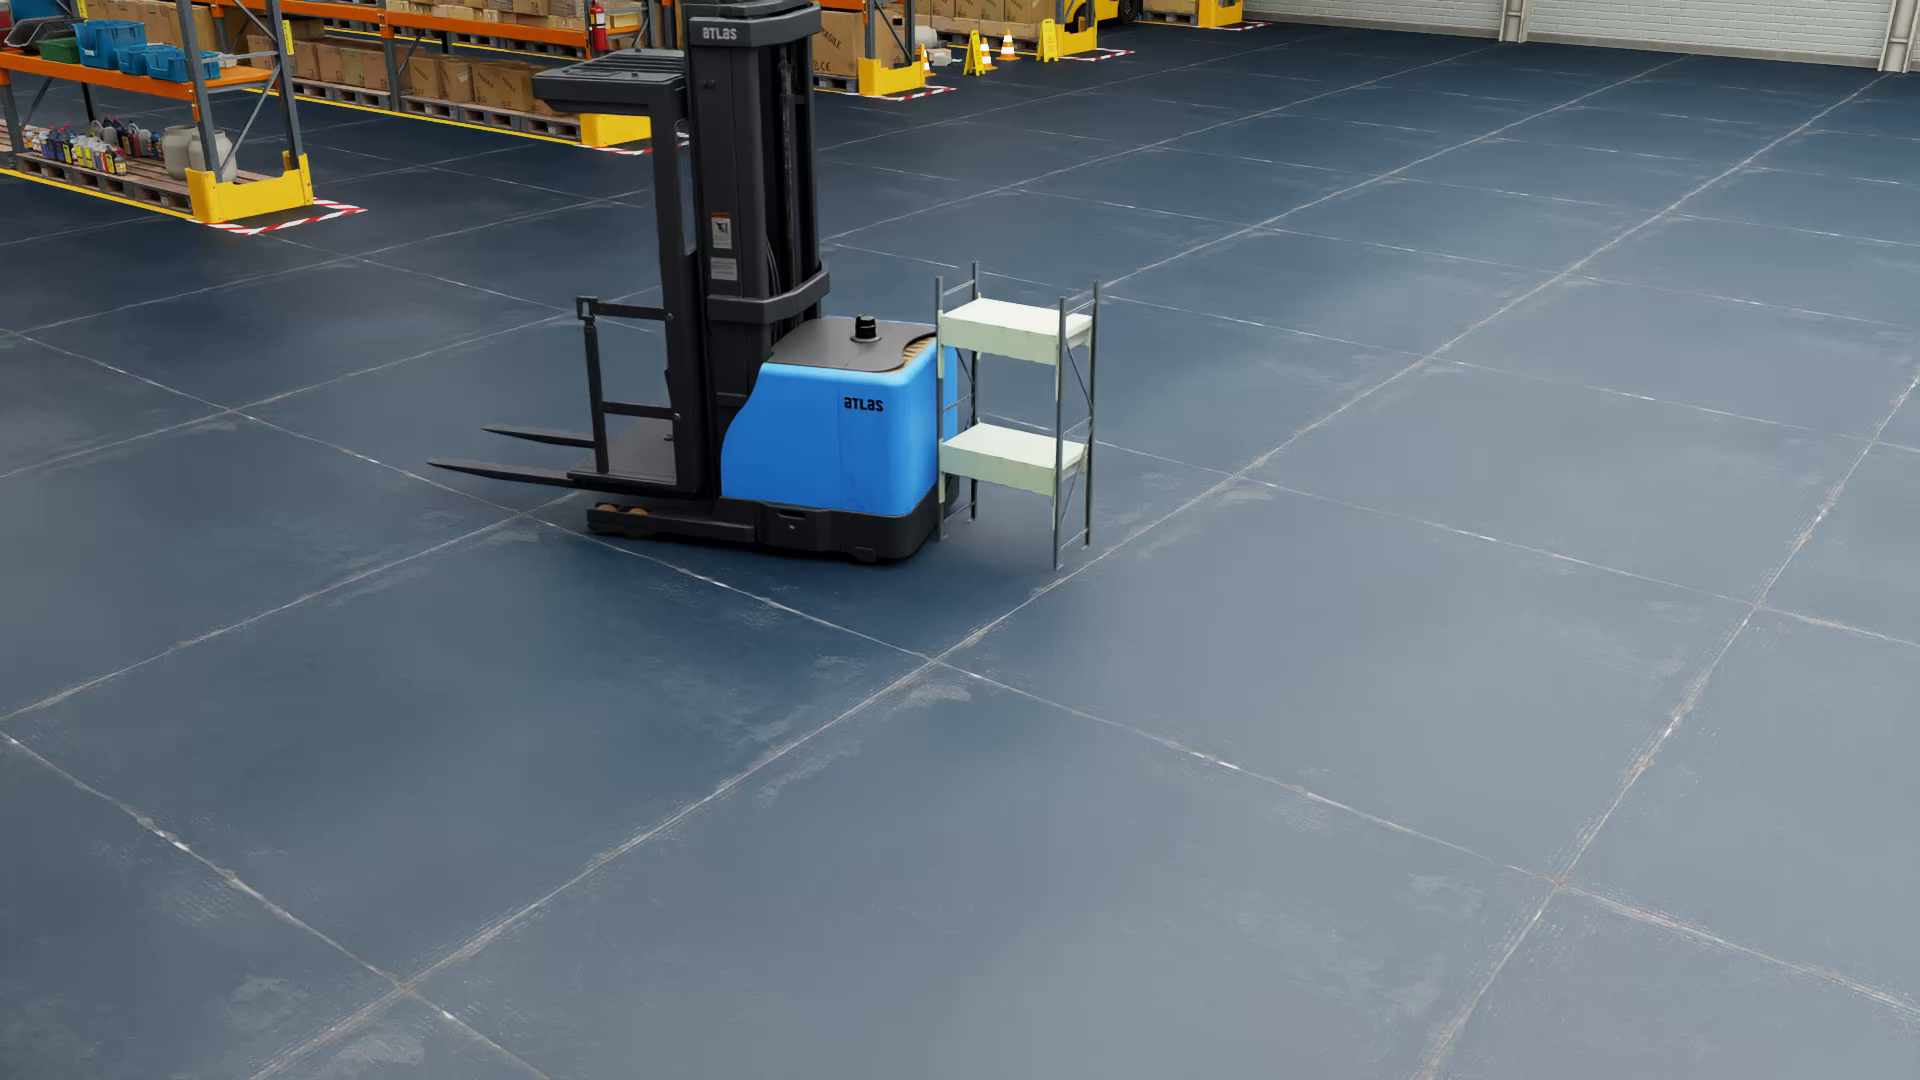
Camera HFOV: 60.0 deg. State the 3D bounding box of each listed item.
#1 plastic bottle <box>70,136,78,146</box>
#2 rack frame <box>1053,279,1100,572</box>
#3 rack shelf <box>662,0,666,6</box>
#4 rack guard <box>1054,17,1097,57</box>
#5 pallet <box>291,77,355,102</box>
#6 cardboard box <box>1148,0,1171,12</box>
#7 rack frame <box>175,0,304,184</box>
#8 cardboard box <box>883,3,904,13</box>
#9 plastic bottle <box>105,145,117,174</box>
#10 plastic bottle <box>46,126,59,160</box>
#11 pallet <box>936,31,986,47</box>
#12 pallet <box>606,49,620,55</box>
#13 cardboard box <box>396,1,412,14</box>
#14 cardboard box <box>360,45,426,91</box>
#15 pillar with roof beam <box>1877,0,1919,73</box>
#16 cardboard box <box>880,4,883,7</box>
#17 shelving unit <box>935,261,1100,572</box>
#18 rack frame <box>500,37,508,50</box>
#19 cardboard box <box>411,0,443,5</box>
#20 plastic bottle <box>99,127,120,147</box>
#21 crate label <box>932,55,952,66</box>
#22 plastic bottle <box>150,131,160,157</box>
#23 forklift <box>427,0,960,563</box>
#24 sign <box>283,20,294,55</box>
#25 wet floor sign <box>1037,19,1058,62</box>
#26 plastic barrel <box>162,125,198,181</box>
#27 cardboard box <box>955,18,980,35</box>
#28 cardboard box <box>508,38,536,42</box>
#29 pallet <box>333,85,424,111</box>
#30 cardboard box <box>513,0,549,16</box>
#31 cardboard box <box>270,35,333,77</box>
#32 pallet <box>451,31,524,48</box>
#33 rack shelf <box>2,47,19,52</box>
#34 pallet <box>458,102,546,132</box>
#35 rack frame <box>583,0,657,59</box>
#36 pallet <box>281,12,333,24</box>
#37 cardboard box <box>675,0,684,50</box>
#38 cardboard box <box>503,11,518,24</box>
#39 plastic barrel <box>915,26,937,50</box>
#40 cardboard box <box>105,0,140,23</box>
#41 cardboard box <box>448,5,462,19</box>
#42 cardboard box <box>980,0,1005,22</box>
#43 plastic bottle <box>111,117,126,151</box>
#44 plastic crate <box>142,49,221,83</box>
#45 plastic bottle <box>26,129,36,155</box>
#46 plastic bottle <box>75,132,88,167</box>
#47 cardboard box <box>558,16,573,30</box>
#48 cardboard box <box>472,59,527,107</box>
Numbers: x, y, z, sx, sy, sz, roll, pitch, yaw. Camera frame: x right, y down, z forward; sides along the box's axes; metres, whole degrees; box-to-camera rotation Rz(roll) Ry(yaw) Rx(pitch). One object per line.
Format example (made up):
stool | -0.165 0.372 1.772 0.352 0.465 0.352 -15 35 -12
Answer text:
plastic bottle | -9.532 -4.209 17.921 0.097 0.271 0.097 0 24 0
rack frame | 0.610 -0.588 8.725 0.023 1.500 0.400 14 27 29
rack shelf | -5.794 -8.983 26.810 4.000 0.370 1.077 17 29 33
rack guard | 1.834 -8.357 27.598 0.348 0.500 1.175 17 29 33
pallet | -8.854 -6.459 23.648 1.213 0.211 1.003 17 29 33
cardboard box | 3.911 -10.154 31.465 0.500 0.250 0.500 17 29 33
rack frame | -7.019 -4.687 16.168 0.127 3.000 1.000 17 29 33
cardboard box | -0.996 -9.497 29.044 0.500 0.500 0.500 18 30 36
plastic bottle | -8.856 -3.971 17.365 0.133 0.283 0.061 18 29 35
plastic bottle | -9.823 -4.315 18.062 0.185 0.351 0.144 18 29 35
pallet | 0.233 -8.728 28.798 1.213 0.211 1.003 17 29 33
pallet | -4.857 -7.715 26.498 1.213 0.211 1.003 17 29 33
cardboard box | -7.066 -6.924 21.556 0.250 0.149 0.380 17 29 33
cardboard box | -7.728 -6.466 22.759 0.500 0.500 0.700 14 28 29
pillar with roof beam | 11.872 -9.999 20.783 0.400 9.000 9.100 17 29 33
cardboard box | -1.727 -9.566 29.979 0.625 0.372 0.950 17 29 34
shelving unit | 0.298 -0.666 8.901 0.755 1.500 0.431 14 27 29
rack frame | -7.395 -9.796 27.763 0.127 3.000 1.000 17 29 33
cardboard box | -6.548 -7.174 21.318 0.500 0.500 0.875 17 29 33
plastic bottle | -9.447 -4.447 18.454 0.135 0.276 0.152 17 29 33
crate label | -0.283 -7.590 26.307 0.298 0.136 0.250 3 24 6
plastic bottle | -8.800 -4.335 18.207 0.097 0.271 0.097 0 24 0
forklift | -1.577 -1.544 9.119 3.031 2.935 1.130 7 25 15
sign | -6.686 -4.991 16.513 0.005 0.325 0.100 17 29 33
wet floor sign | 1.405 -8.014 26.639 0.267 0.644 0.232 -15 28 -30
plastic barrel | -7.993 -3.997 17.166 0.421 0.512 0.421 0 24 0
cardboard box | 0.255 -8.778 28.342 0.500 0.250 0.500 16 28 31
cardboard box | -6.962 -8.782 27.731 0.750 0.750 1.050 16 29 33
pallet | -7.874 -6.164 22.979 1.213 0.211 1.003 17 29 33
cardboard box | -4.945 -6.691 20.224 0.500 0.500 0.875 17 29 33
cardboard box | -9.451 -6.992 23.953 0.500 0.500 0.700 14 27 29
pallet | -8.019 -8.709 28.755 1.213 0.211 1.003 17 29 33
rack shelf | -11.821 -5.809 19.607 4.000 0.370 1.077 17 29 33
pallet | -5.711 -5.531 21.541 1.213 0.211 1.003 17 29 33
rack frame | -4.049 -6.285 19.795 0.127 3.000 1.000 17 29 33
pallet | -12.135 -9.933 31.532 1.213 0.211 1.003 17 29 33
cardboard box | -3.733 -7.874 25.515 0.875 0.875 0.875 17 29 34
cardboard box | -5.411 -6.470 20.525 0.250 0.149 0.380 17 29 33
plastic barrel | -0.666 -8.315 27.597 0.512 0.421 0.421 -5 24 -12
cardboard box | -12.412 -8.043 25.899 0.875 0.875 1.225 16 28 32
cardboard box | -6.243 -6.694 21.035 0.250 0.149 0.380 17 29 33
cardboard box | 0.677 -8.995 27.903 0.500 0.500 0.500 18 30 35
plastic bottle | -9.378 -4.535 18.561 0.185 0.351 0.144 15 28 31
plastic crate | -7.599 -4.644 16.254 0.616 0.251 0.499 17 29 33
plastic bottle | -10.228 -4.389 18.329 0.097 0.271 0.097 0 24 0
plastic bottle | -9.332 -4.166 17.725 0.185 0.351 0.144 17 29 33
cardboard box | -4.600 -6.233 19.989 0.250 0.149 0.380 17 29 33
cardboard box | -5.947 -5.931 21.569 0.500 0.500 0.500 14 27 29
